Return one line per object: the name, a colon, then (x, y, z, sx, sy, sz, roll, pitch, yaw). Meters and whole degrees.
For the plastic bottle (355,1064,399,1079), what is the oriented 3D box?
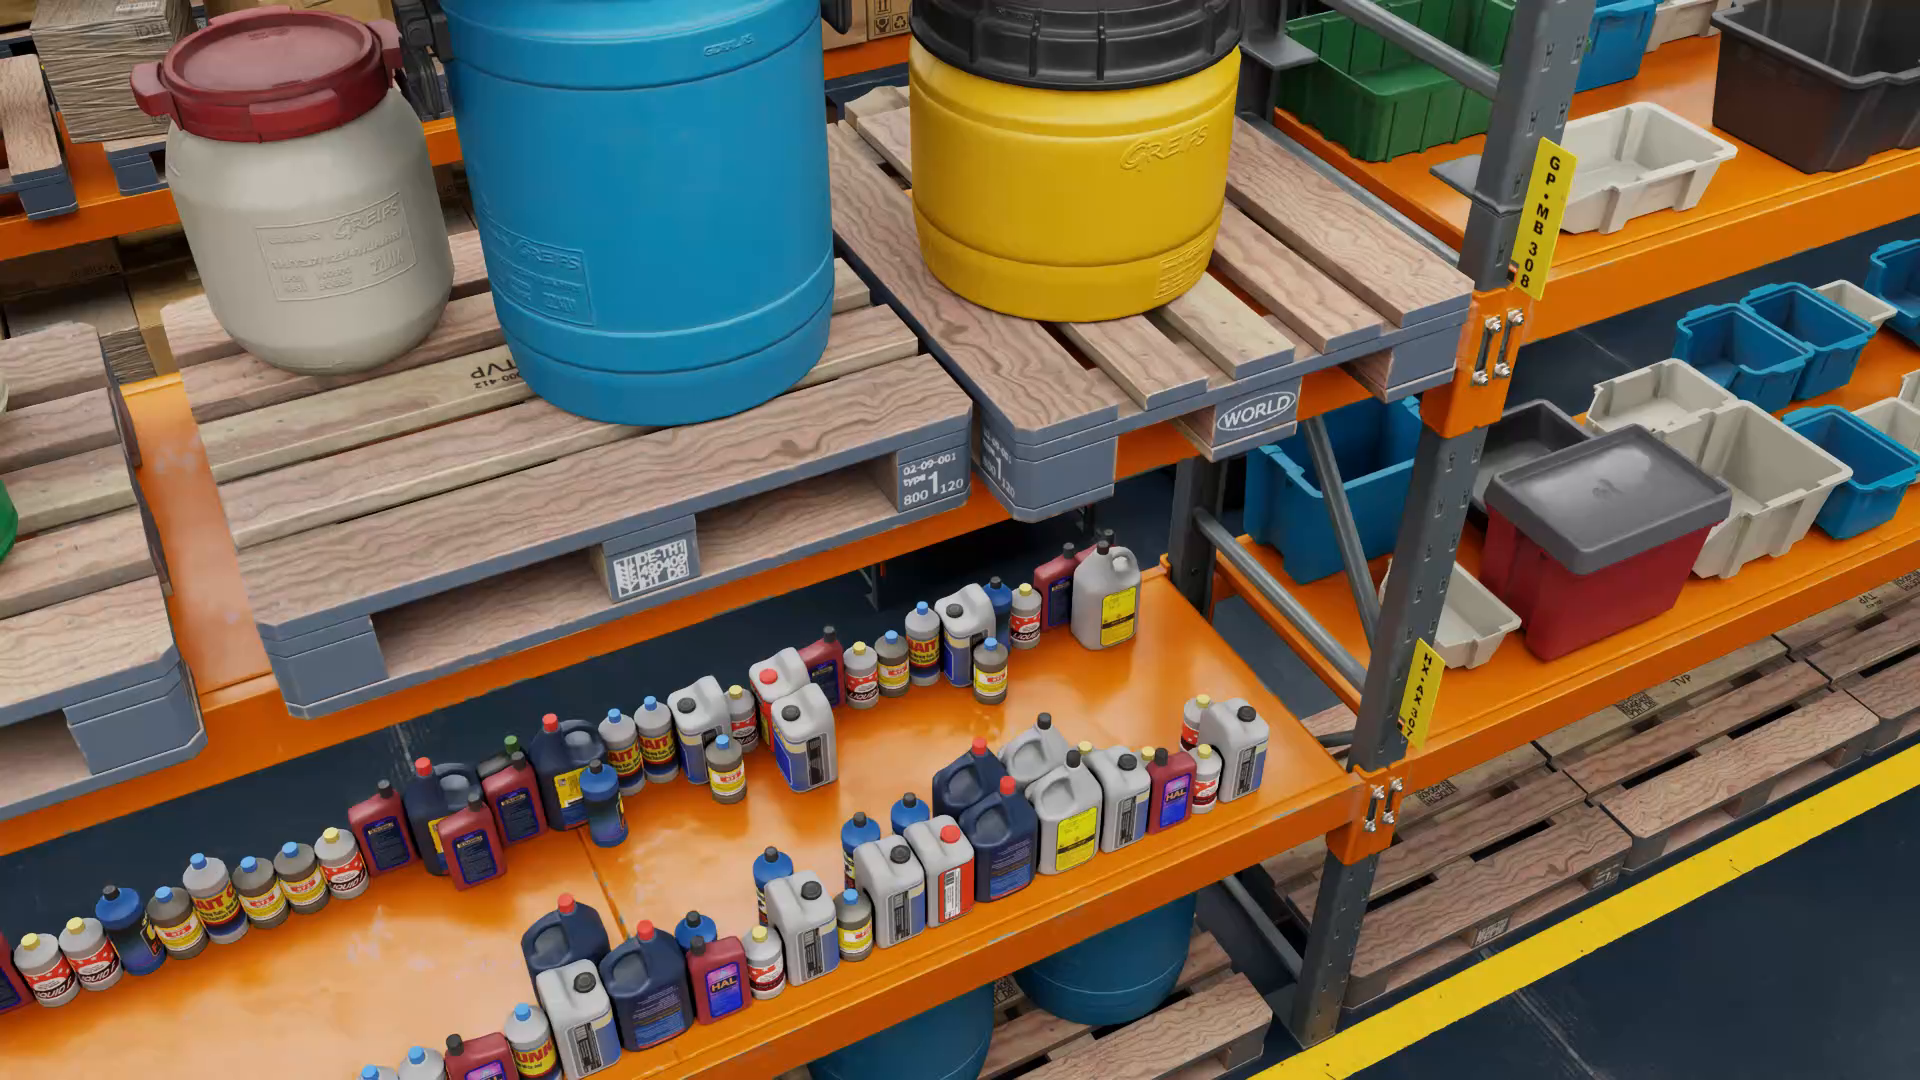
plastic bottle: (-1.244, 1.220, 3.586, 0.097, 0.271, 0.097, 0, 40, 0)

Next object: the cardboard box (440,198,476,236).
cardboard box: (-2.555, -1.263, 8.014, 0.500, 0.500, 0.500, -18, 43, -20)

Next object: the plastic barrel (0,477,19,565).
plastic barrel: (-1.580, -0.050, 2.461, 0.294, 0.245, 0.294, 0, 40, 0)

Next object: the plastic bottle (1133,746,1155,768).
plastic bottle: (0.485, 0.621, 4.349, 0.097, 0.201, 0.097, 0, 40, 0)

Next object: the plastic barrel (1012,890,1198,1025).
plastic barrel: (0.432, 0.980, 5.070, 0.708, 0.901, 0.600, -19, 44, -21)

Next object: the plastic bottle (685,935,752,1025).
plastic bottle: (-0.559, 0.998, 3.839, 0.133, 0.283, 0.061, -19, 44, -21)

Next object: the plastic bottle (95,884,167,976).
plastic bottle: (-1.976, 0.914, 3.949, 0.097, 0.271, 0.097, 0, 40, 0)

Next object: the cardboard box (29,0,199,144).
cardboard box: (-3.505, -2.073, 6.975, 0.500, 0.500, 0.700, -11, 41, -13)

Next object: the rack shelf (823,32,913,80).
rack shelf: (0.411, -2.975, 9.000, 4.000, 0.370, 1.077, -19, 44, -21)

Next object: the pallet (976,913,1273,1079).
pallet: (0.219, 1.458, 5.365, 1.213, 0.211, 1.003, -19, 44, -21)

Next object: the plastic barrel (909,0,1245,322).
plastic barrel: (0.206, -0.801, 3.083, 0.600, 0.588, 0.600, 0, 40, 0)

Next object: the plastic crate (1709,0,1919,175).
plastic crate: (2.150, -1.122, 4.033, 0.590, 0.269, 0.497, -19, 44, -21)

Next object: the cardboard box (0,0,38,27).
cardboard box: (-6.489, -3.780, 10.733, 0.750, 0.750, 0.750, -19, 44, -21)

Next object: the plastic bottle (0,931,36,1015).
plastic bottle: (-2.259, 0.991, 3.848, 0.133, 0.283, 0.061, -19, 44, -21)

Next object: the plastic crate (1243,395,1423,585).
plastic crate: (1.179, -0.165, 5.089, 0.575, 0.384, 0.392, -19, 44, -21)

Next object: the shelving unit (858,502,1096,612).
shelving unit: (0.006, -0.431, 6.889, 1.048, 1.125, 0.538, -19, 44, -21)

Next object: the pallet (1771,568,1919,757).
pallet: (3.720, 0.281, 6.754, 1.213, 0.211, 1.003, -19, 44, -21)

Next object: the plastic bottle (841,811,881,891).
plastic bottle: (-0.243, 0.773, 4.115, 0.097, 0.271, 0.097, 0, 40, 0)

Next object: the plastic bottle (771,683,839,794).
plastic bottle: (-0.415, 0.518, 4.413, 0.135, 0.276, 0.152, -19, 44, -21)

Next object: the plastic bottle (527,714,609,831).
plastic bottle: (-1.008, 0.575, 4.288, 0.185, 0.351, 0.144, -19, 44, -21)

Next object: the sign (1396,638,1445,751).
sign: (1.175, 0.397, 4.245, 0.005, 0.325, 0.100, -19, 44, -21)

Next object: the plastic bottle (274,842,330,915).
plastic bottle: (-1.630, 0.824, 4.108, 0.097, 0.201, 0.097, 0, 40, 0)

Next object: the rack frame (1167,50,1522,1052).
rack frame: (0.922, 0.187, 4.708, 0.127, 3.000, 1.000, -19, 44, -21)

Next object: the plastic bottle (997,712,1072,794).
plastic bottle: (0.191, 0.585, 4.275, 0.185, 0.351, 0.144, -19, 44, -21)

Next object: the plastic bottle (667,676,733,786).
plastic bottle: (-0.691, 0.500, 4.434, 0.135, 0.276, 0.152, -19, 44, -21)

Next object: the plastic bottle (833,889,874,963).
plastic bottle: (-0.259, 0.916, 4.000, 0.097, 0.201, 0.097, 0, 40, 0)

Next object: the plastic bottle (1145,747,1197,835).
plastic bottle: (0.538, 0.629, 4.275, 0.133, 0.283, 0.061, -19, 44, -21)

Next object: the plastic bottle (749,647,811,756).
plastic bottle: (-0.486, 0.430, 4.516, 0.135, 0.276, 0.152, -19, 44, -21)

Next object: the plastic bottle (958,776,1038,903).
plastic bottle: (0.094, 0.723, 4.113, 0.185, 0.351, 0.144, -19, 44, -21)

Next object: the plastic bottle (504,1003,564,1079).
plastic bottle: (-0.953, 1.122, 3.702, 0.097, 0.271, 0.097, 0, 40, 0)

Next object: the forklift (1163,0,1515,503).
forklift: (2.079, -2.030, 7.380, 3.031, 2.935, 1.130, -24, 46, -25)

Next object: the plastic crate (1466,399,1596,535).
plastic crate: (1.791, -0.219, 5.354, 0.590, 0.125, 0.437, -19, 44, -21)

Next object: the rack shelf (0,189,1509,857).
rack shelf: (-0.852, -0.087, 3.266, 4.000, 0.370, 1.077, -19, 44, -21)

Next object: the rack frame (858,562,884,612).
rack frame: (-0.445, -0.280, 6.710, 0.032, 1.125, 0.500, -19, 44, -21)

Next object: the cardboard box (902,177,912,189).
cardboard box: (-0.128, -2.004, 9.149, 0.250, 0.166, 0.380, -19, 44, -21)

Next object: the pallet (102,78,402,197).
pallet: (-3.188, -1.969, 7.403, 1.213, 0.211, 1.003, -19, 44, -21)

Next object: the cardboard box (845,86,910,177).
cardboard box: (-0.323, -2.351, 9.446, 0.500, 0.311, 0.500, -19, 44, -21)

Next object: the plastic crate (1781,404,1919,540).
plastic crate: (2.767, -0.206, 5.255, 0.300, 0.233, 0.416, -19, 44, -21)

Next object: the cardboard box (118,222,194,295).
cardboard box: (-3.730, -1.241, 7.988, 0.500, 0.500, 0.500, -20, 44, -22)

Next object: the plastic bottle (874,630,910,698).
plastic bottle: (-0.191, 0.340, 4.681, 0.097, 0.201, 0.097, 0, 40, 0)

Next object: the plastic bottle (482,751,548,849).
plastic bottle: (-1.140, 0.659, 4.240, 0.133, 0.283, 0.061, -19, 44, -21)

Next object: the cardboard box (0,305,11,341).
cardboard box: (-4.375, -0.645, 7.284, 0.500, 0.500, 0.500, -17, 43, -19)

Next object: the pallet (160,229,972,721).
pallet: (-0.733, -0.256, 3.055, 1.213, 0.211, 1.003, -19, 44, -21)

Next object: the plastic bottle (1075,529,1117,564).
plastic bottle: (0.400, 0.096, 4.905, 0.133, 0.283, 0.061, -19, 44, -21)

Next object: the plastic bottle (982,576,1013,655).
plastic bottle: (0.101, 0.215, 4.774, 0.097, 0.271, 0.097, 0, 40, 0)

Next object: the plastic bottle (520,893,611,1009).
plastic bottle: (-0.909, 0.949, 3.845, 0.185, 0.351, 0.144, -19, 44, -21)

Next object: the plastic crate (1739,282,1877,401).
plastic crate: (2.931, -0.688, 5.824, 0.300, 0.233, 0.416, -19, 44, -21)

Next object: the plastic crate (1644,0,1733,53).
plastic crate: (1.874, -1.455, 4.530, 0.466, 0.136, 0.293, -19, 44, -21)
